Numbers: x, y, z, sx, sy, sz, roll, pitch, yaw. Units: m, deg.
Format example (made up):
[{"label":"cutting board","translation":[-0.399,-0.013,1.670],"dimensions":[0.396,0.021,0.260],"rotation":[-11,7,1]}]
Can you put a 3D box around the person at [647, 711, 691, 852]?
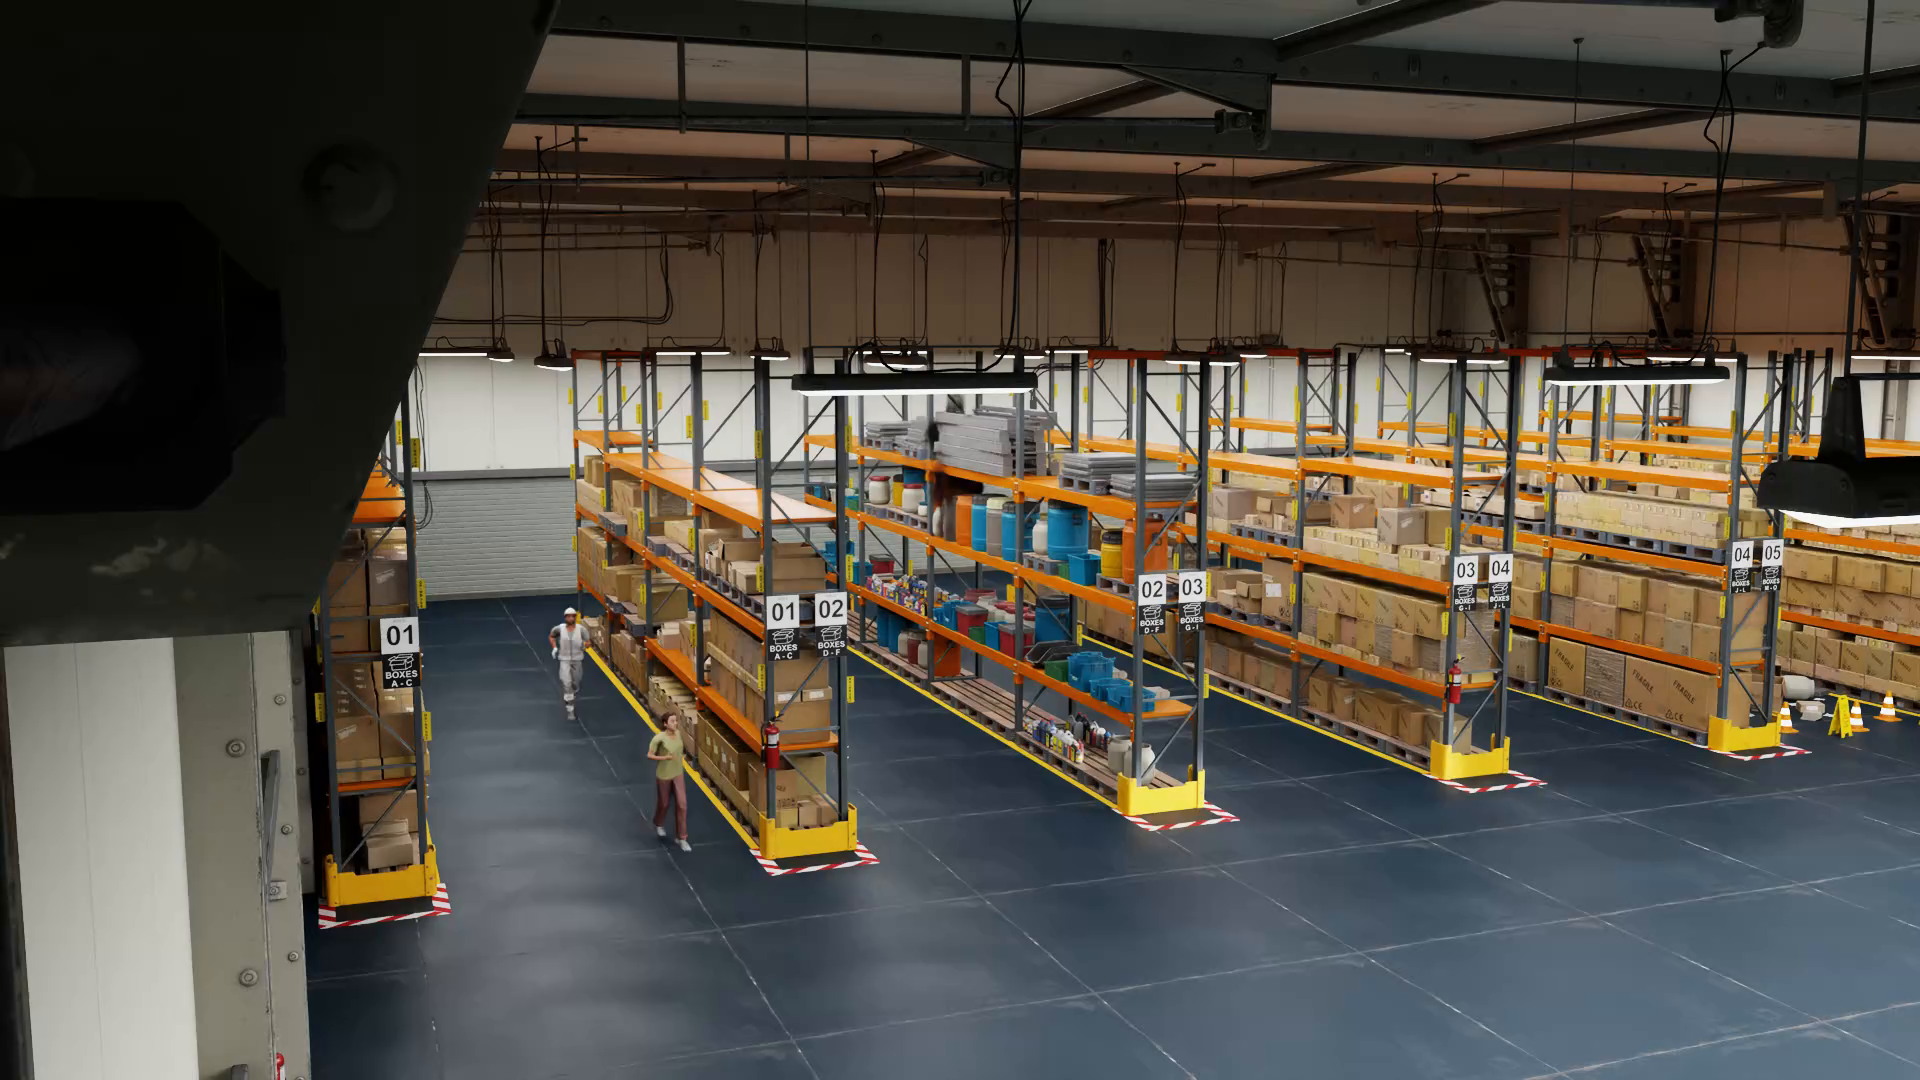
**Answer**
[{"label":"person","translation":[-3.629,2.960,20.581],"dimensions":[0.554,1.685,0.874],"rotation":[-5,9,-36]}]

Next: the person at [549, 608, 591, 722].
[{"label":"person","translation":[-6.430,2.011,27.512],"dimensions":[0.652,1.805,0.983],"rotation":[-2,8,-19]}]
